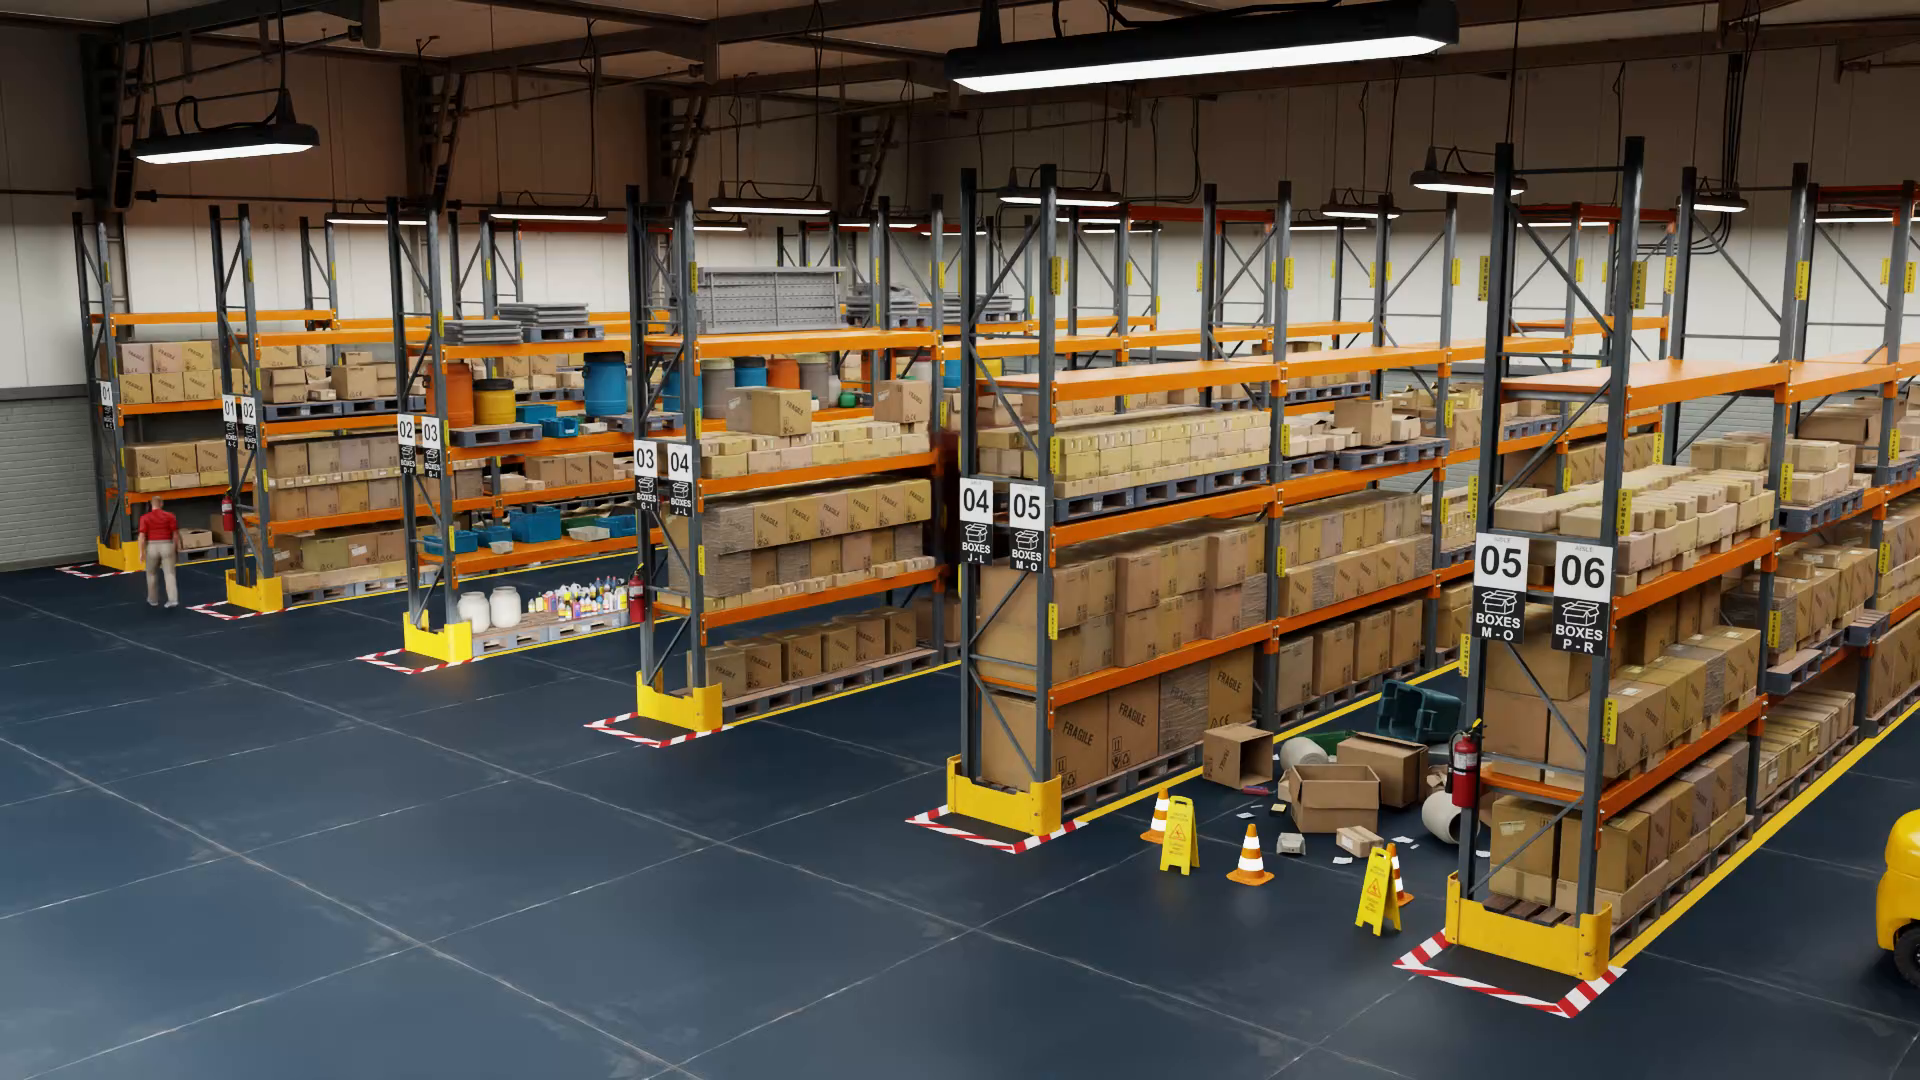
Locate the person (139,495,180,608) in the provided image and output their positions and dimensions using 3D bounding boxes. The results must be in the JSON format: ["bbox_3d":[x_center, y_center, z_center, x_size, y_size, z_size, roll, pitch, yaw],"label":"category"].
[{"bbox_3d":[-12.092,0.172,25.136,0.573,1.711,0.841,-4,10,-24],"label":"person"}]

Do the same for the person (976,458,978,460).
[{"bbox_3d":[0.295,-1.099,32.813,0.476,1.680,0.521,-4,10,-23],"label":"person"}]
